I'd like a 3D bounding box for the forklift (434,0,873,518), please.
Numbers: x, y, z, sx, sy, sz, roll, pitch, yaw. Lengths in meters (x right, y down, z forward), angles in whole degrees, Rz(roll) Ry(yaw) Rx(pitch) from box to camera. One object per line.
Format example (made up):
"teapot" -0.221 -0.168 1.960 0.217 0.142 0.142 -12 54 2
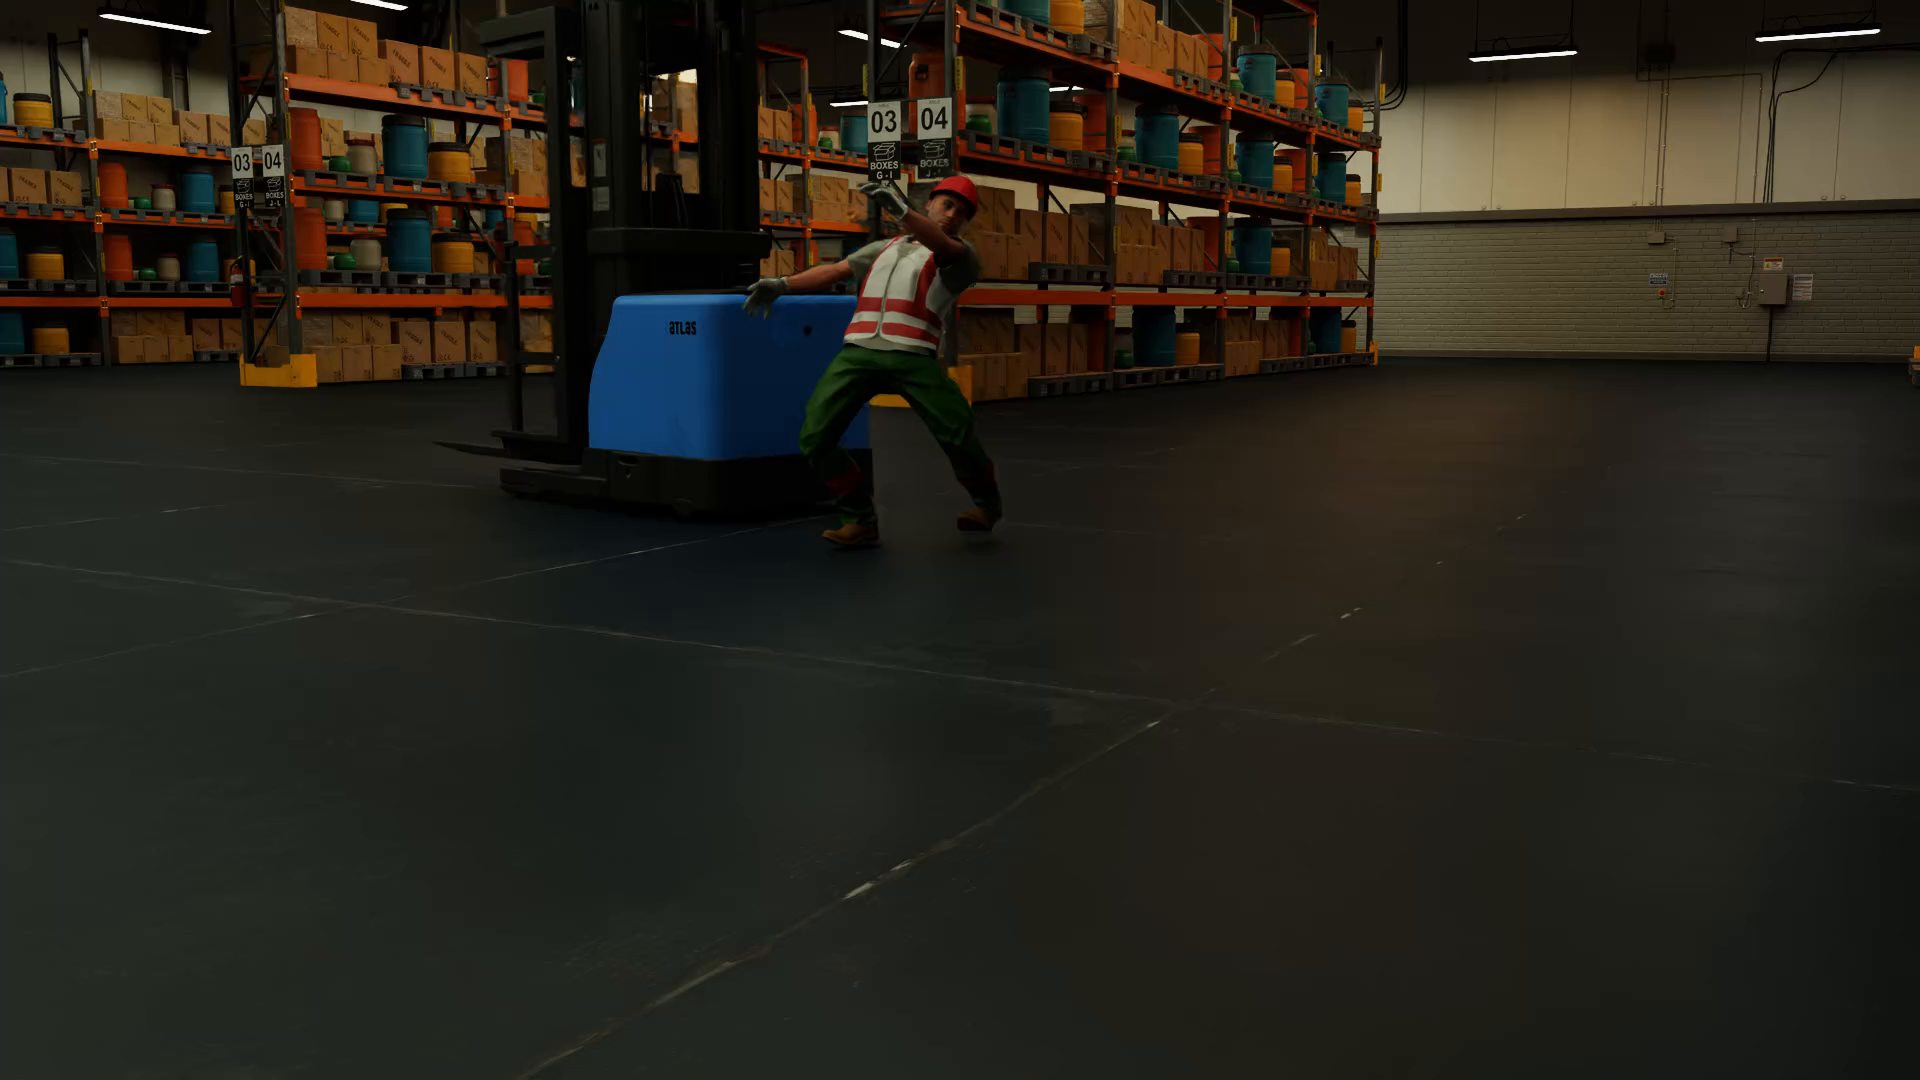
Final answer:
"forklift" -1.842 -1.706 8.952 3.031 2.935 1.130 8 11 44

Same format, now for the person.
"person" -0.399 -0.747 6.944 1.042 1.540 0.779 2 8 16
